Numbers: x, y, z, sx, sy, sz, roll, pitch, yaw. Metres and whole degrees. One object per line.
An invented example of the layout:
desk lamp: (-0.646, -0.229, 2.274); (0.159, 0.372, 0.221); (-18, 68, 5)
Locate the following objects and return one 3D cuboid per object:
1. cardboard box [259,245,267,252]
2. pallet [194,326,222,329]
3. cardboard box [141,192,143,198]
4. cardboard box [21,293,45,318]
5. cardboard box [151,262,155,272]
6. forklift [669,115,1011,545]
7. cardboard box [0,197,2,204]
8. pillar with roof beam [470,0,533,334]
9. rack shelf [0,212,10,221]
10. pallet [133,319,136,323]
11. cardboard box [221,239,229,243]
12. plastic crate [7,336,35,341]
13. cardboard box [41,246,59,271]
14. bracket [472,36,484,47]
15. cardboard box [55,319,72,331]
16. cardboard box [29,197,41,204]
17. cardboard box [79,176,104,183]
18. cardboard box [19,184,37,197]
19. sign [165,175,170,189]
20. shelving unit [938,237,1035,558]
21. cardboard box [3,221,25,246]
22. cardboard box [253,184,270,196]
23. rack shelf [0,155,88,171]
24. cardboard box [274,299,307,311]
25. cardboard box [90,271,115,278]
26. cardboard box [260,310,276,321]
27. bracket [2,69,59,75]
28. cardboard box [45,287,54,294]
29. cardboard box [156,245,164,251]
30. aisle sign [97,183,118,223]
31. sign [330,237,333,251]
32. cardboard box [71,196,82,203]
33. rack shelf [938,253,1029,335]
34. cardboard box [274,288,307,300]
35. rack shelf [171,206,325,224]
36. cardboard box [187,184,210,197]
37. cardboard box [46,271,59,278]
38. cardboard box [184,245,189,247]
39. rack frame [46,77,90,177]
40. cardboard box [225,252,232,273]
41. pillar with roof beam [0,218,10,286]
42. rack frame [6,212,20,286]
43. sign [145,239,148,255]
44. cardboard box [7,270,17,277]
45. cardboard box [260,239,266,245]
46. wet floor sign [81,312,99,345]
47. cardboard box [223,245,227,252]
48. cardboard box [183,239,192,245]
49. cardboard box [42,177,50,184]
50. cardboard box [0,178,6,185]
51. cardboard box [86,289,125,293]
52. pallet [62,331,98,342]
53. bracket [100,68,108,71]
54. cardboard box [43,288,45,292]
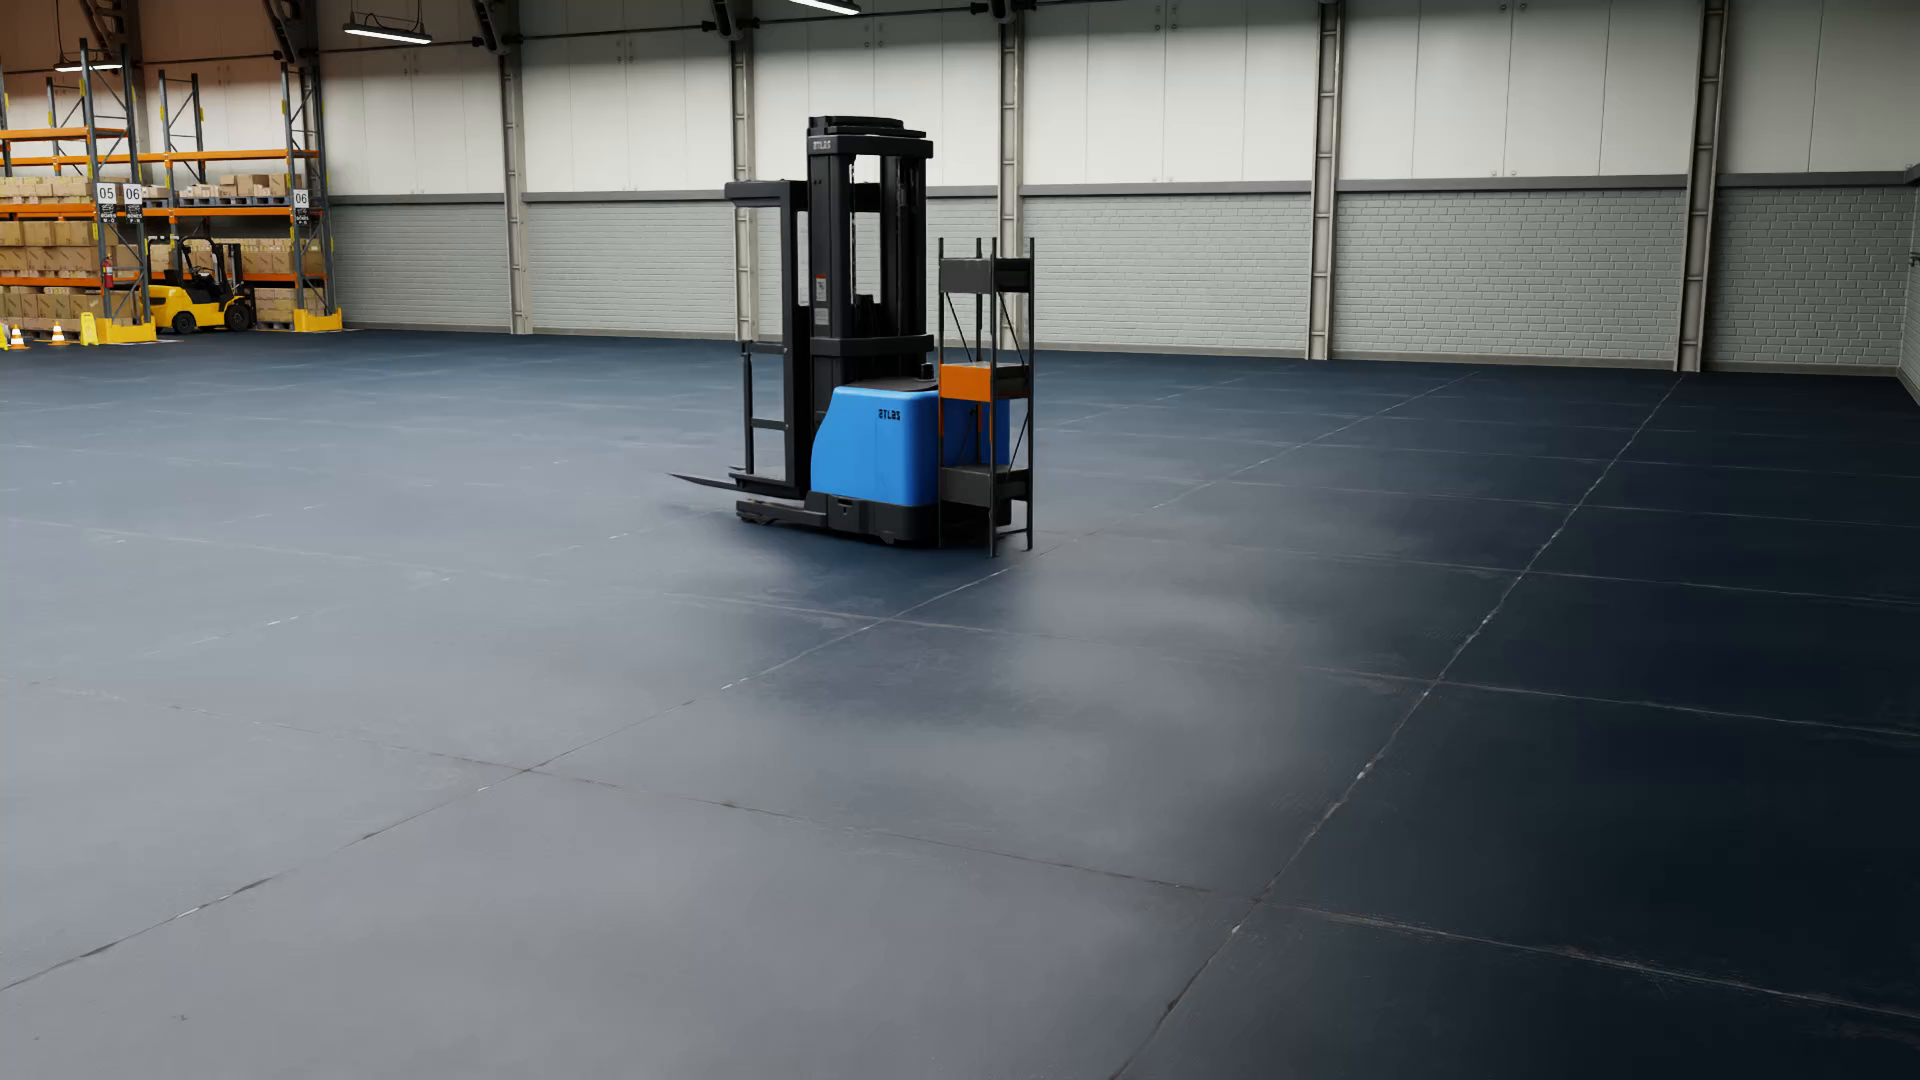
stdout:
cardboard box: (-16.061, -6.786, 38.699); (0.250, 0.149, 0.380); (5, 11, 25)
pallet: (-17.853, -5.242, 40.098); (1.213, 0.211, 1.003); (5, 11, 26)
cardboard box: (-19.669, -8.329, 40.153); (0.250, 0.149, 0.380); (5, 11, 26)
cardboard box: (-19.382, -4.942, 35.047); (0.500, 0.500, 0.500); (6, 12, 29)
cardboard box: (-19.569, -6.646, 40.449); (0.500, 0.250, 0.500); (5, 11, 25)
forklift: (-1.036, -1.612, 12.404); (3.031, 2.935, 1.130); (10, 14, 44)
cardboard box: (-20.089, -7.147, 35.081); (0.250, 0.149, 0.380); (5, 11, 26)
pillar with roof beam: (-11.711, -8.358, 32.645); (0.548, 9.000, 9.100); (5, 11, 26)
rack shelf: (-22.535, -7.170, 36.519); (4.000, 0.370, 1.077); (5, 11, 26)
pallet: (-21.414, -5.555, 41.830); (1.213, 0.211, 1.003); (5, 11, 26)
cardboard box: (-17.203, -7.036, 39.249); (0.250, 0.149, 0.380); (5, 11, 26)
plastic crate: (-19.696, -4.199, 34.704); (0.583, 0.080, 0.402); (1, 10, 6)
cardboard box: (-18.657, -5.849, 34.511); (0.500, 0.500, 0.500); (5, 11, 26)
bracket: (-10.335, -10.793, 35.990); (0.430, 0.232, 0.235); (5, 11, 26)
cardboard box: (-18.459, -4.491, 34.664); (0.500, 0.250, 0.500); (5, 11, 26)
cardboard box: (-18.995, -7.024, 34.403); (0.250, 0.149, 0.380); (5, 11, 25)
cardboard box: (-17.588, -7.299, 33.681); (0.250, 0.149, 0.380); (5, 11, 26)
cardboard box: (-19.104, -7.240, 34.474); (0.500, 0.250, 0.500); (5, 11, 26)
sign: (-18.779, -8.481, 39.409); (0.005, 0.325, 0.100); (5, 11, 26)
shelving unit: (0.174, -0.969, 11.191); (0.503, 2.100, 0.431); (10, 14, 44)
cardboard box: (-19.556, -6.421, 34.860); (0.500, 0.500, 0.700); (5, 11, 25)
cardboard box: (-16.066, -8.070, 38.393); (0.258, 0.266, 0.396); (5, 11, 26)
rack shelf: (-23.929, -9.557, 42.411); (4.000, 0.370, 1.077); (5, 11, 26)
cardboard box: (-15.536, -5.456, 38.591); (0.500, 0.250, 0.500); (5, 11, 25)
cardboard box: (-17.584, -5.446, 34.106); (0.250, 0.149, 0.380); (5, 12, 28)
cardboard box: (-15.964, -5.249, 38.850); (0.500, 0.250, 0.500); (5, 11, 26)
bracket: (-23.407, -11.942, 42.337); (4.783, 0.066, 0.076); (5, 11, 26)
cardboard box: (-18.806, -5.198, 34.641); (0.250, 0.149, 0.380); (6, 12, 28)
cardboard box: (-19.192, -7.060, 40.216); (0.250, 0.149, 0.380); (5, 11, 25)
aisle sign: (-17.227, -6.803, 33.595); (0.004, 0.787, 0.394); (5, 11, 26)
sign: (-14.710, -6.921, 38.895); (0.005, 0.325, 0.100); (5, 11, 26)
cardboard box: (-17.835, -6.925, 33.853); (0.250, 0.149, 0.380); (5, 11, 26)
rack shelf: (0.174, -1.645, 11.069); (0.480, 0.518, 0.431); (10, 14, 44)
cardboard box: (-15.512, -5.700, 38.535); (0.500, 0.250, 0.500); (5, 12, 28)
rack shelf: (-16.755, -7.647, 39.159); (4.000, 0.370, 1.077); (5, 11, 26)
cardboard box: (-17.910, -8.267, 39.350); (0.500, 0.311, 0.500); (5, 12, 27)
cardboard box: (-18.762, -5.536, 34.601); (0.250, 0.149, 0.380); (5, 11, 25)
cardboard box: (-18.379, -6.984, 39.796); (0.250, 0.149, 0.380); (5, 11, 25)
rack frame: (-22.135, -9.950, 41.441); (0.127, 3.000, 1.000); (5, 11, 26)
cardboard box: (-16.895, -6.534, 39.131); (0.500, 0.500, 0.500); (5, 11, 26)
pillar with roof beam: (-27.853, -9.777, 40.482); (0.400, 9.000, 9.100); (5, 11, 26)
rack frame: (-20.741, -5.890, 35.851); (0.127, 3.000, 1.000); (5, 11, 26)
sign: (-16.914, -6.087, 34.512); (0.005, 0.325, 0.100); (5, 11, 26)
cardboard box: (-19.893, -5.638, 35.162); (0.250, 0.149, 0.380); (5, 12, 28)
cardboard box: (-16.047, -6.939, 38.712); (0.250, 0.149, 0.380); (5, 11, 26)
wet floor sign: (-17.457, -4.230, 33.293); (0.267, 0.644, 0.232); (-10, 14, -43)
cardboard box: (-17.243, -6.879, 39.213); (0.250, 0.149, 0.380); (5, 11, 24)
cardboard box: (-18.394, -7.125, 39.739); (0.250, 0.149, 0.380); (5, 12, 27)
cardboard box: (-18.683, -7.416, 34.328); (0.250, 0.149, 0.380); (5, 11, 24)
cardboard box: (-19.900, -7.495, 34.762); (0.250, 0.149, 0.380); (5, 11, 25)
cardboard box: (-21.582, -5.985, 41.865); (0.625, 0.625, 0.875); (5, 12, 28)
pallet: (-17.935, -4.278, 34.776); (1.213, 0.211, 1.003); (5, 11, 26)
bracket: (-21.097, -11.739, 41.215); (0.430, 0.232, 0.235); (5, 11, 26)
cardboard box: (-23.165, -6.337, 42.339); (0.250, 0.149, 0.380); (5, 11, 24)
